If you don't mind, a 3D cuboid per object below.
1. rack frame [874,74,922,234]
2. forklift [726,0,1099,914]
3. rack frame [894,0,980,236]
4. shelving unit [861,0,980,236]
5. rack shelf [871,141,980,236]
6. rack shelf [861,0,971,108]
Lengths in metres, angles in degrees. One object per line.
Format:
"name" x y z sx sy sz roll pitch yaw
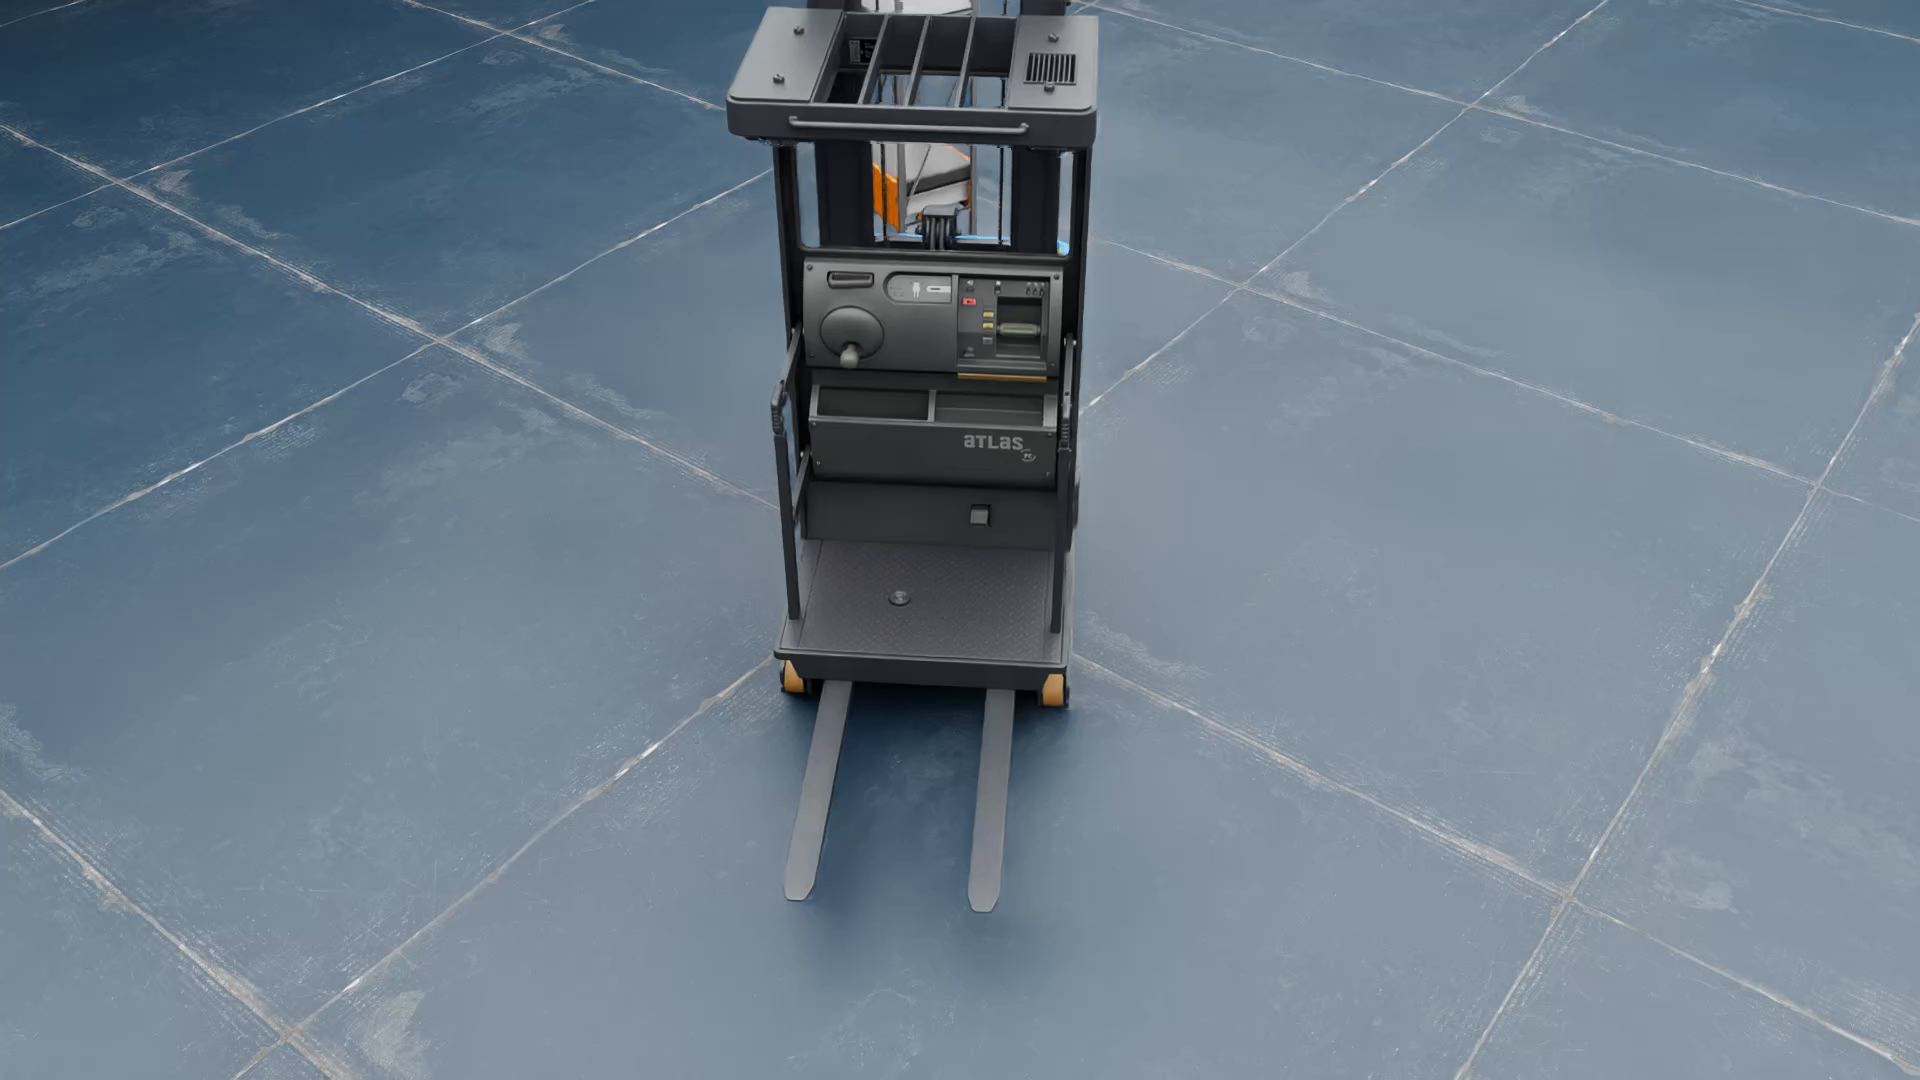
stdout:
"rack frame" -0.348 -1.687 7.701 0.400 2.100 0.015 -21 43 -24
"forklift" -0.113 -0.725 5.798 1.130 2.935 3.031 3 38 4
"rack frame" -0.092 -1.431 7.374 0.400 2.100 0.015 -21 43 -24
"shelving unit" -0.220 -1.559 7.537 0.431 2.100 0.503 -21 43 -24
"rack shelf" -0.220 -1.548 7.545 0.431 0.518 0.480 -21 43 -24
"rack shelf" -0.220 -2.099 7.114 0.431 0.518 0.480 -21 43 -24
